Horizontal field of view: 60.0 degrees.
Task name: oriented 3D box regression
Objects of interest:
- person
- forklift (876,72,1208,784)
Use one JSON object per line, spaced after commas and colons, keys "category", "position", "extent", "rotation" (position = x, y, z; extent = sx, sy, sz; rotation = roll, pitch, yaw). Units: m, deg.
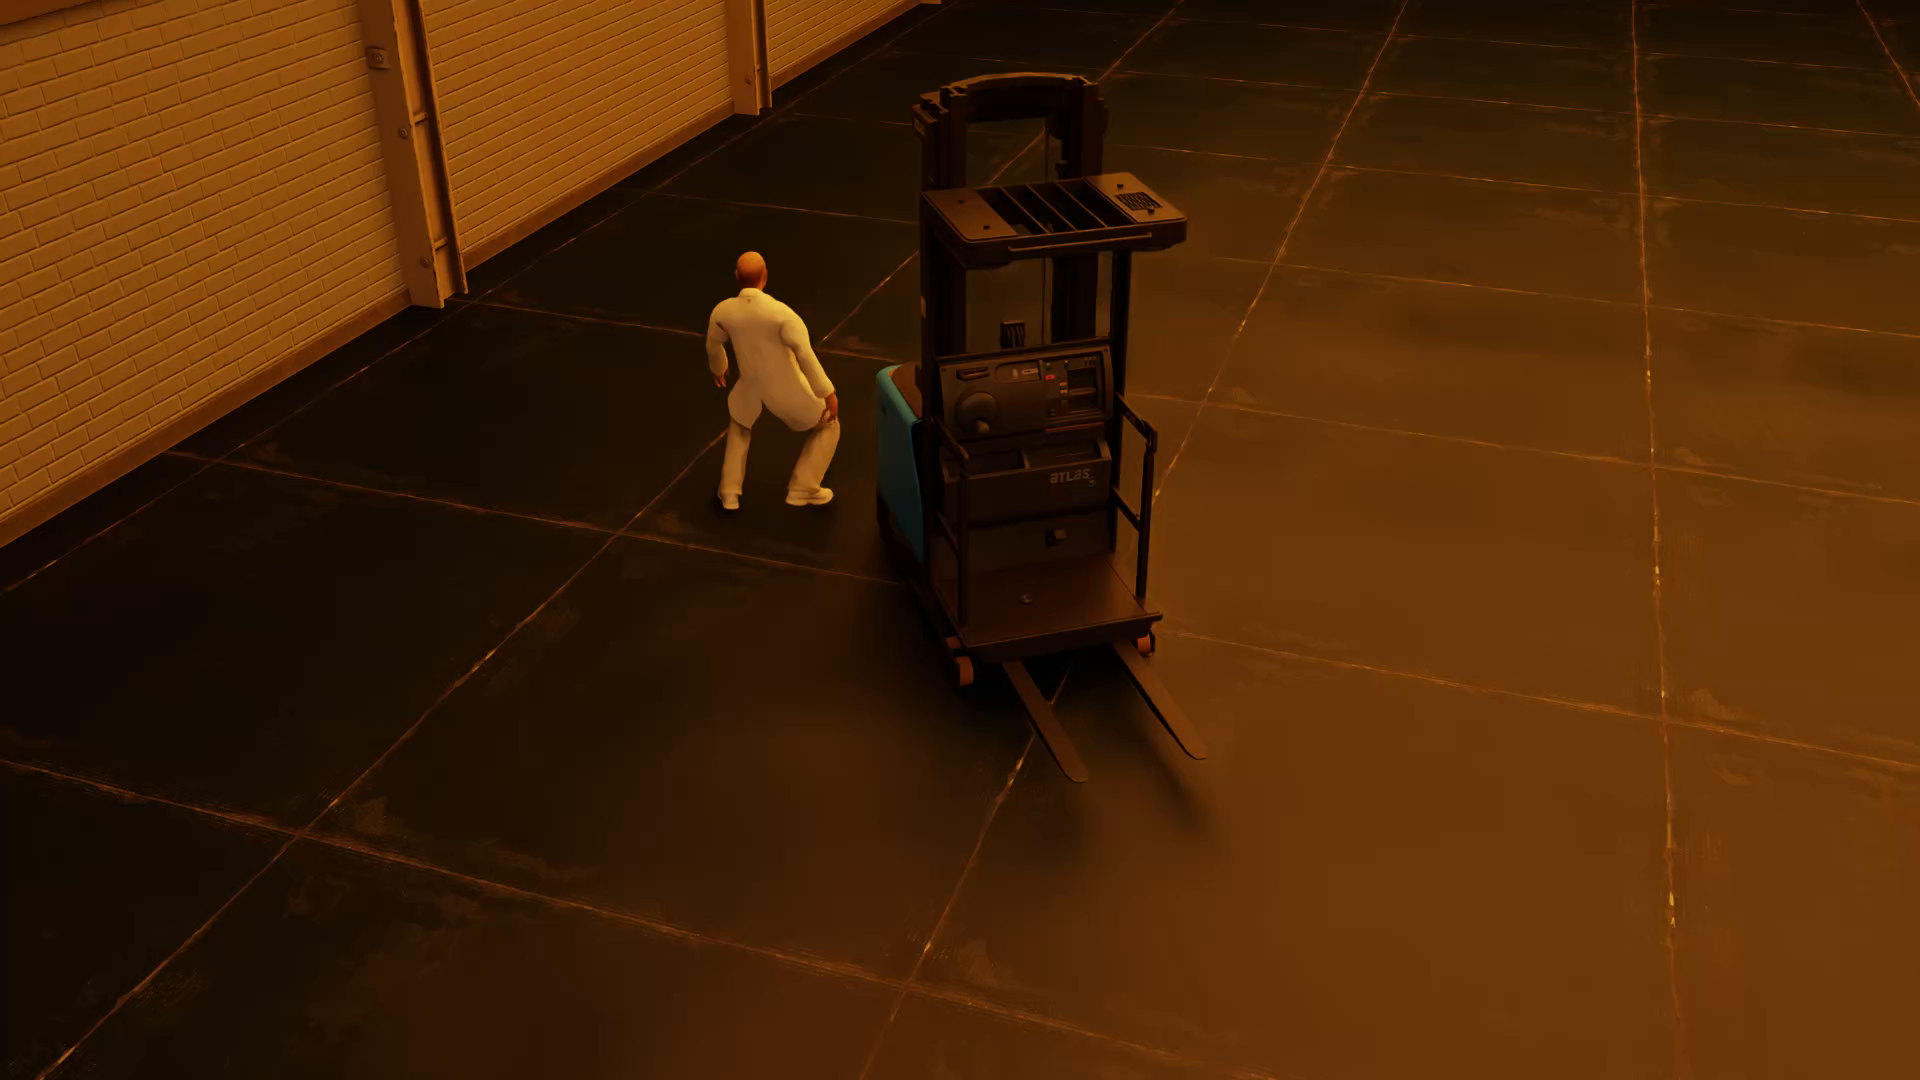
{"category": "person", "position": [-1.143, -0.962, 10.077], "extent": [0.963, 1.631, 0.596], "rotation": [14, 33, 23]}
{"category": "forklift", "position": [0.410, -0.722, 8.404], "extent": [1.130, 2.935, 3.031], "rotation": [-9, 31, -15]}
